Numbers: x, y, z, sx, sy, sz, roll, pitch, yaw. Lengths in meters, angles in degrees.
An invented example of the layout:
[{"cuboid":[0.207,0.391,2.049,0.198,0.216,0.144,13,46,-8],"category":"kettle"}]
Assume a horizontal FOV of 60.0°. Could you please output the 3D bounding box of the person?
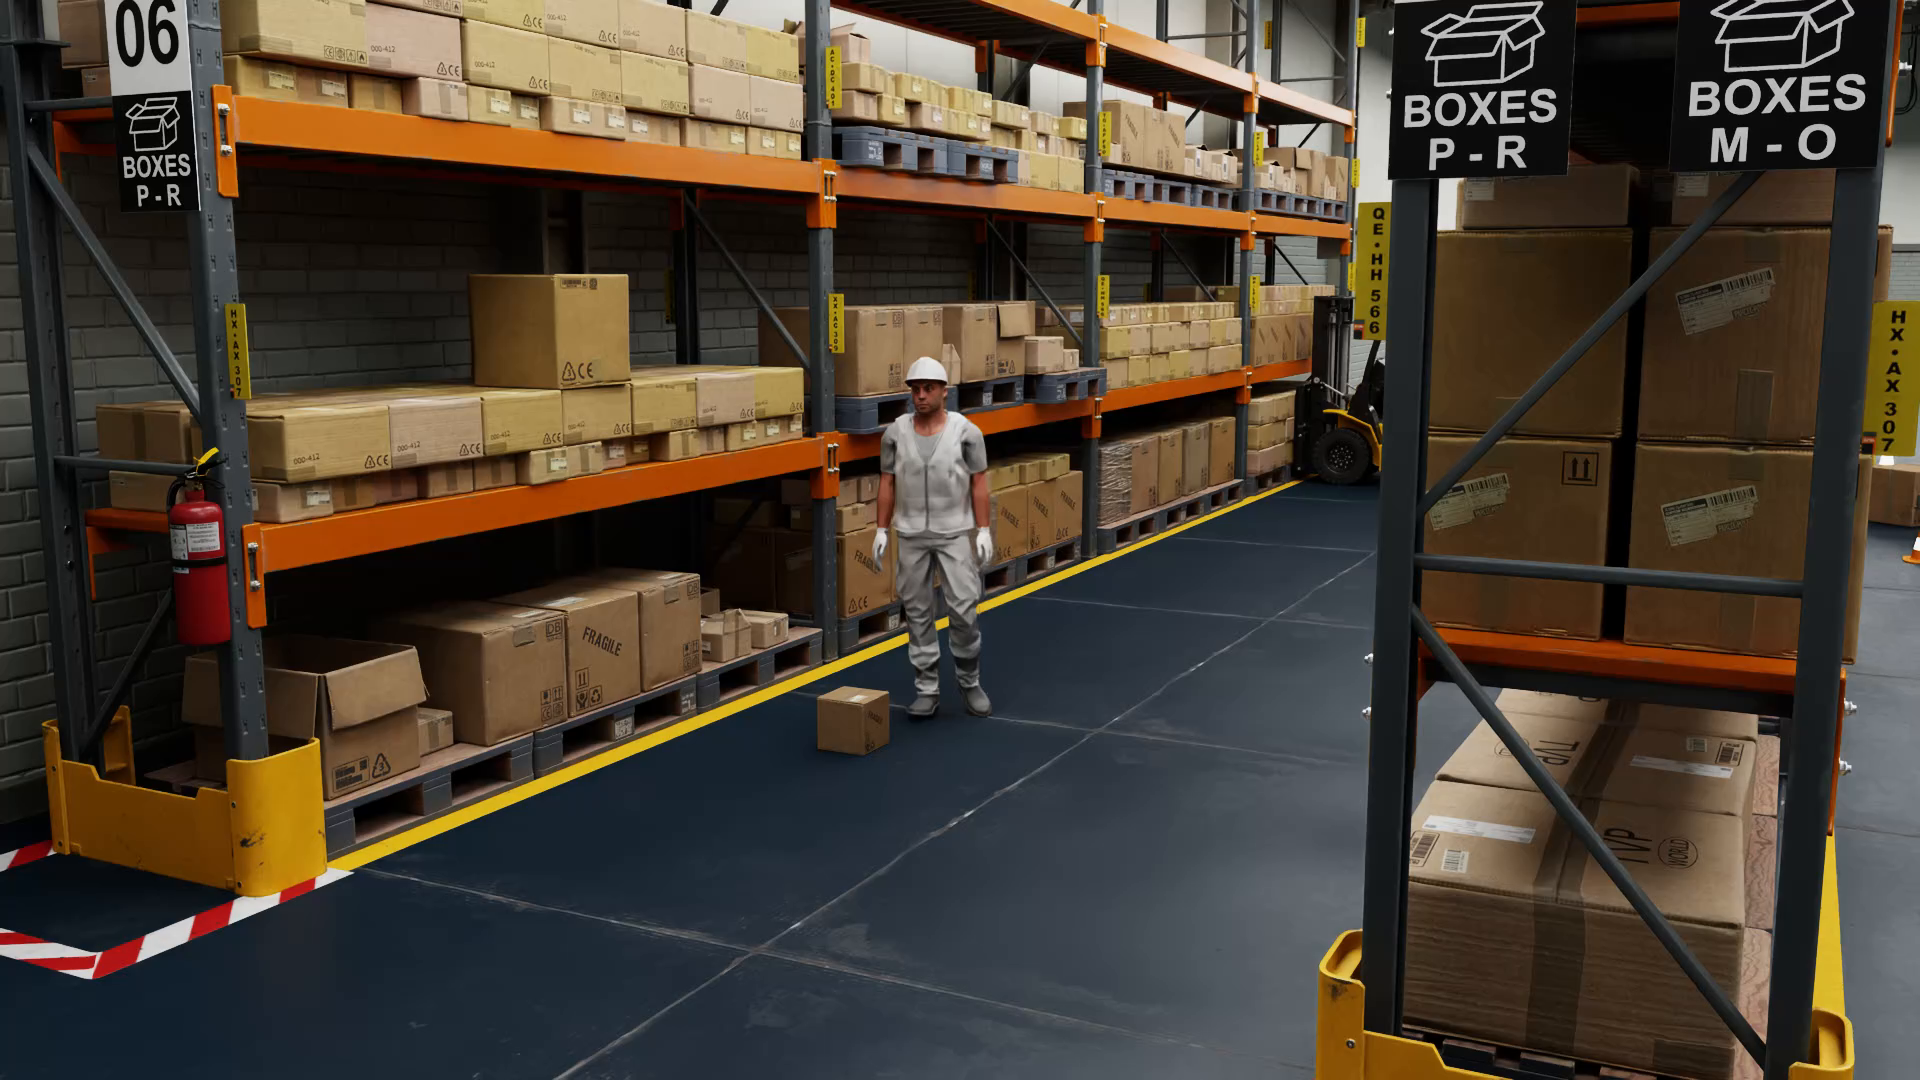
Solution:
[{"cuboid":[-0.131,-0.010,8.284,0.608,1.801,0.397,2,9,10],"category":"person"}]
